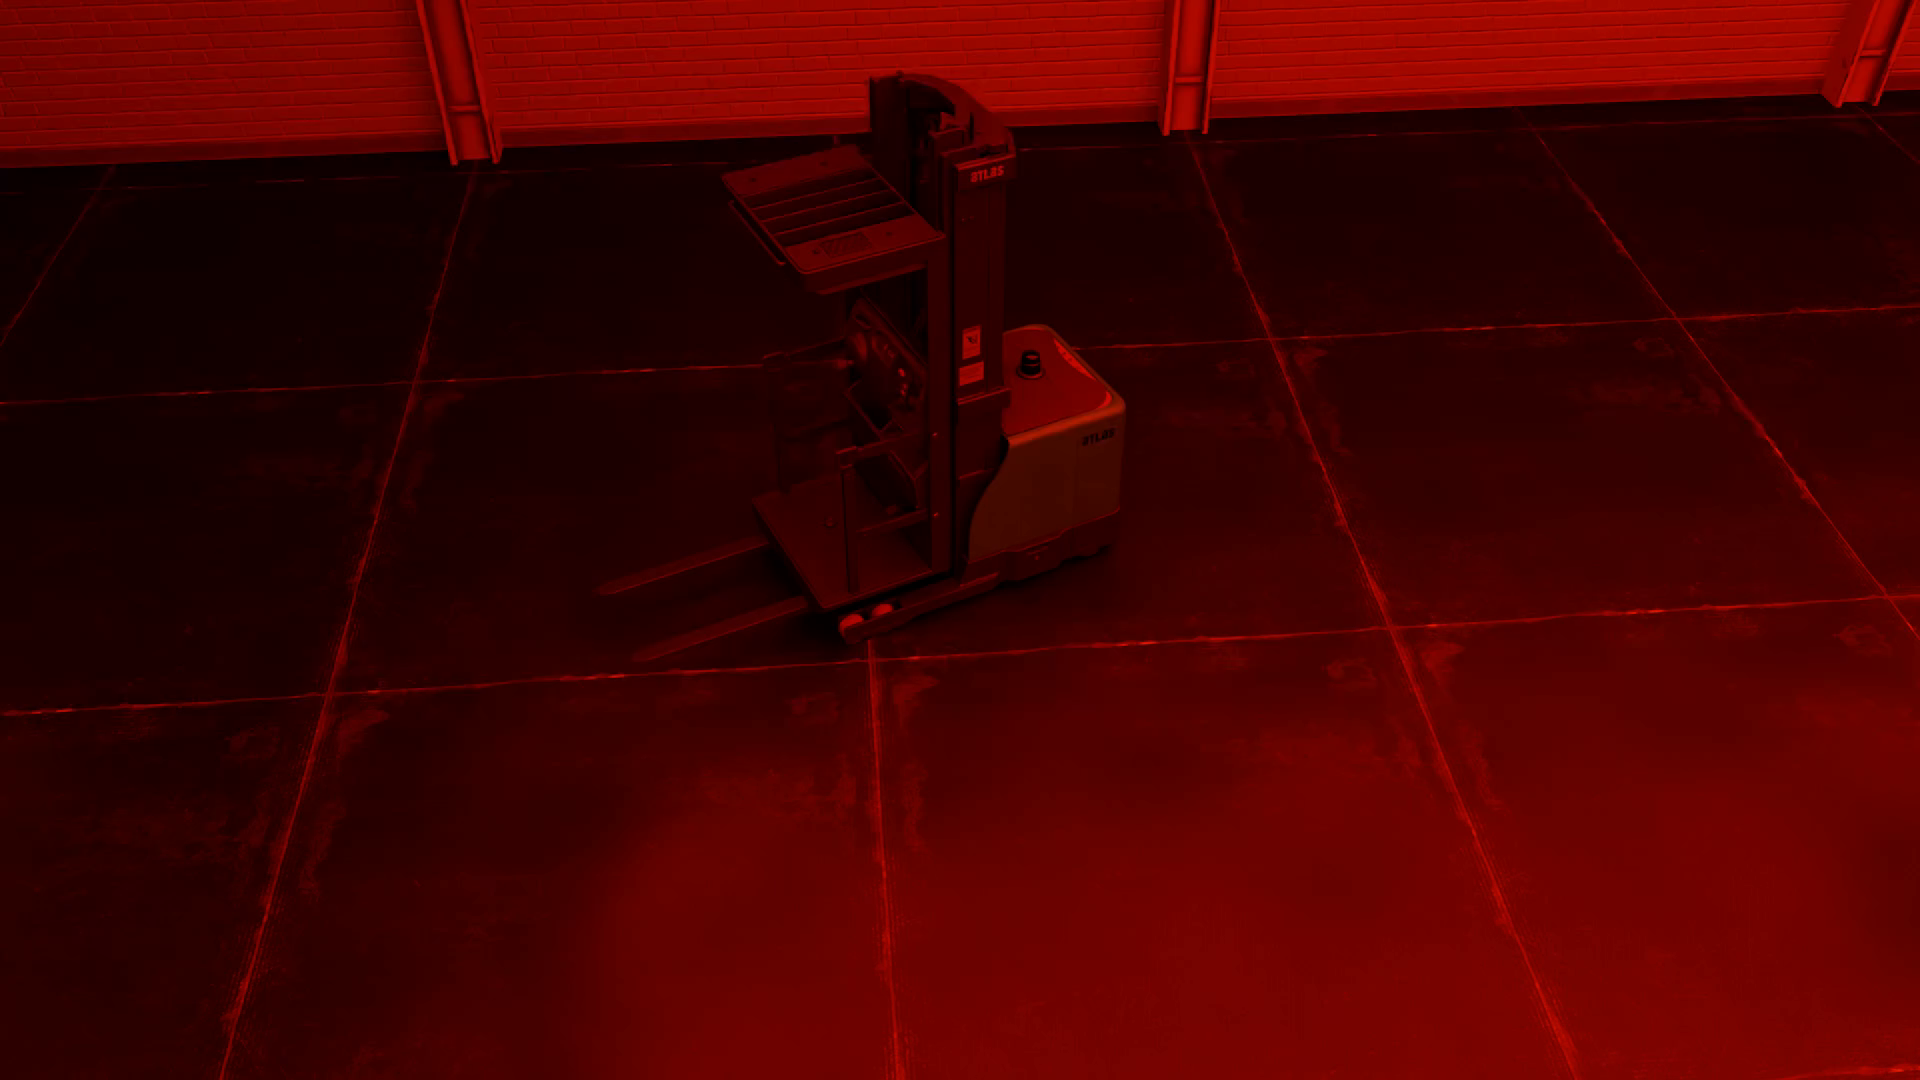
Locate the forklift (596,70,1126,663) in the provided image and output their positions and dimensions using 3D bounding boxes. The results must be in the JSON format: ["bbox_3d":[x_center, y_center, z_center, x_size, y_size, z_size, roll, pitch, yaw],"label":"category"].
[{"bbox_3d":[-0.586,-0.918,9.011,3.031,2.935,1.130,-18,44,-20],"label":"forklift"}]
